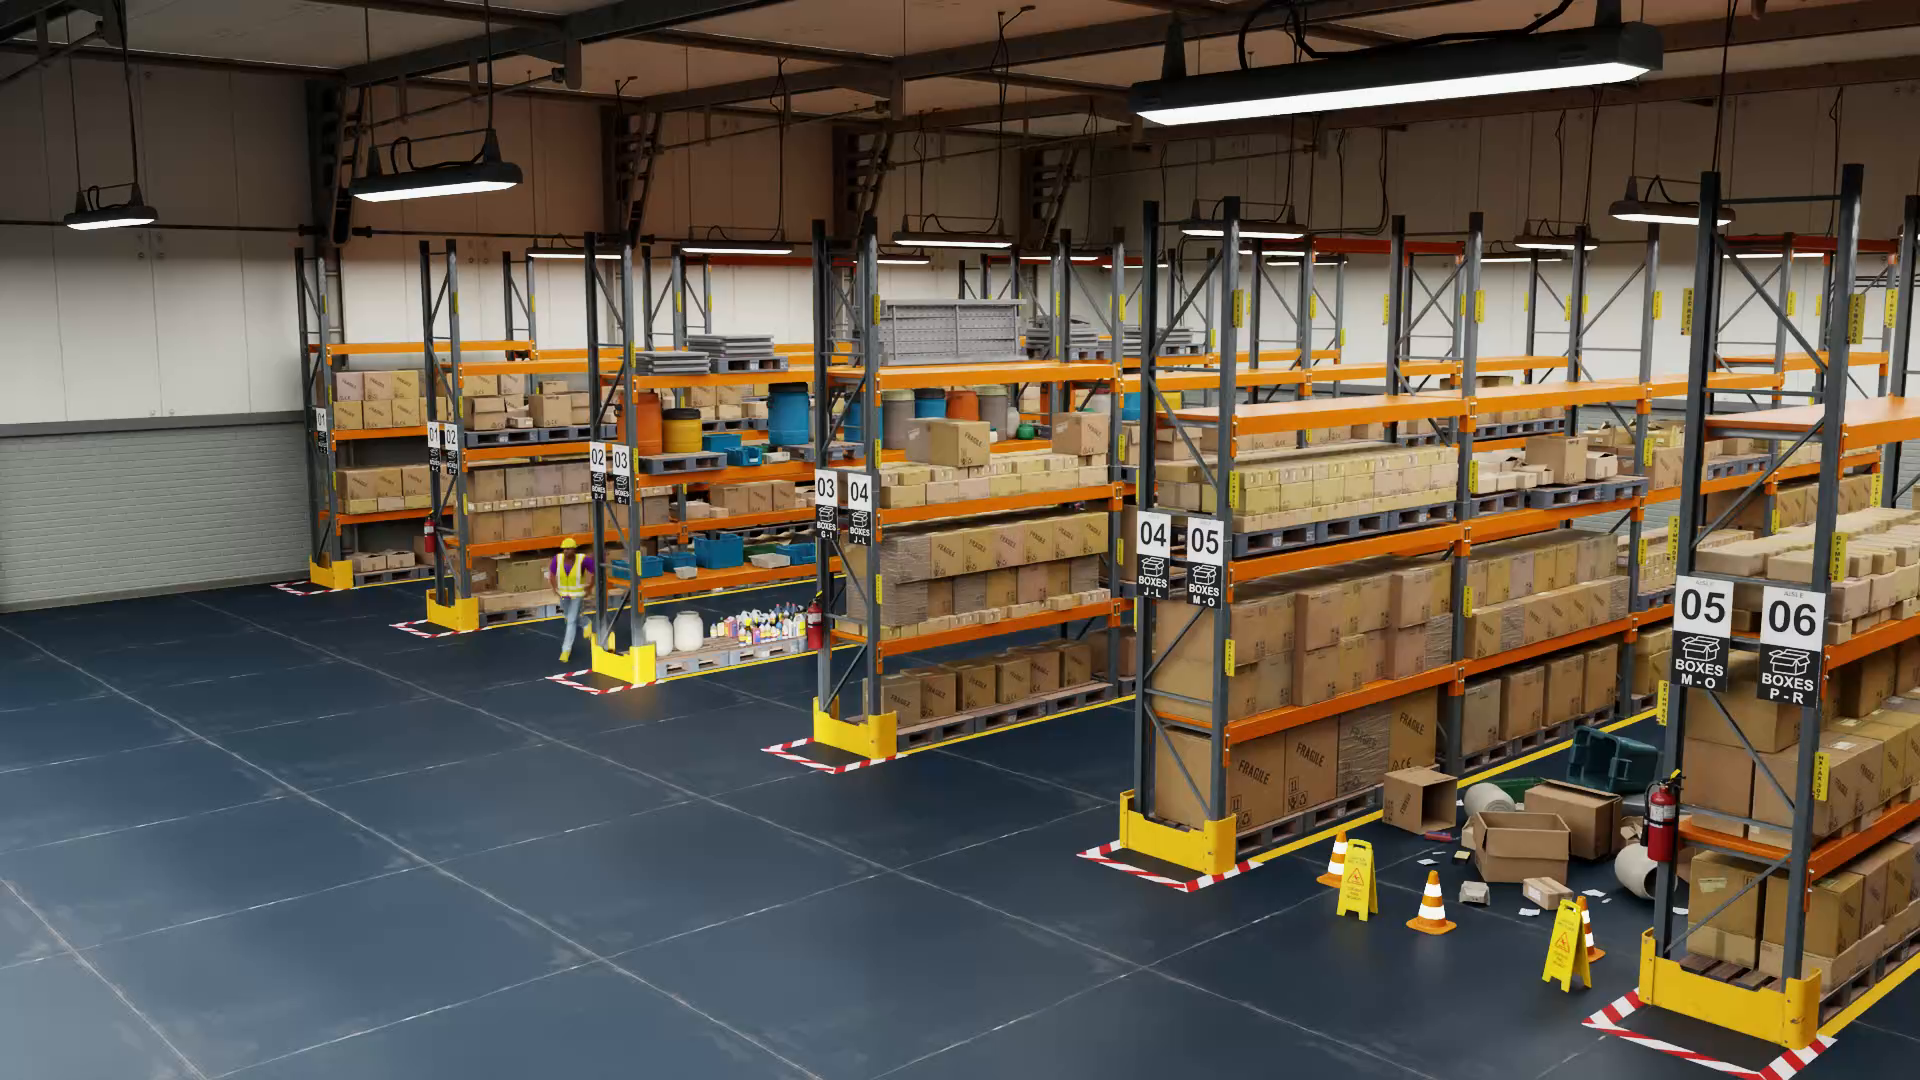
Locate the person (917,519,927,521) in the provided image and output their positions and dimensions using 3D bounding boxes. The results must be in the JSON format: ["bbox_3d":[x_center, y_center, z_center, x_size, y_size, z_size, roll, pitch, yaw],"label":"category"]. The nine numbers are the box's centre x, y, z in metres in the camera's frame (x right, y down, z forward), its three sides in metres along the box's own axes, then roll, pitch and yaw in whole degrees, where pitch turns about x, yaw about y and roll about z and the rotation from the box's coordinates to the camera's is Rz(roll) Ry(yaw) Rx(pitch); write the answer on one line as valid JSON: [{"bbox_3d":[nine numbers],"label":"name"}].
[{"bbox_3d":[-0.655,-0.352,30.327,0.562,1.614,0.518,6,10,36],"label":"person"}]

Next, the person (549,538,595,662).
[{"bbox_3d":[-5.561,0.810,24.017,0.700,1.754,1.066,2,9,13],"label":"person"}]
